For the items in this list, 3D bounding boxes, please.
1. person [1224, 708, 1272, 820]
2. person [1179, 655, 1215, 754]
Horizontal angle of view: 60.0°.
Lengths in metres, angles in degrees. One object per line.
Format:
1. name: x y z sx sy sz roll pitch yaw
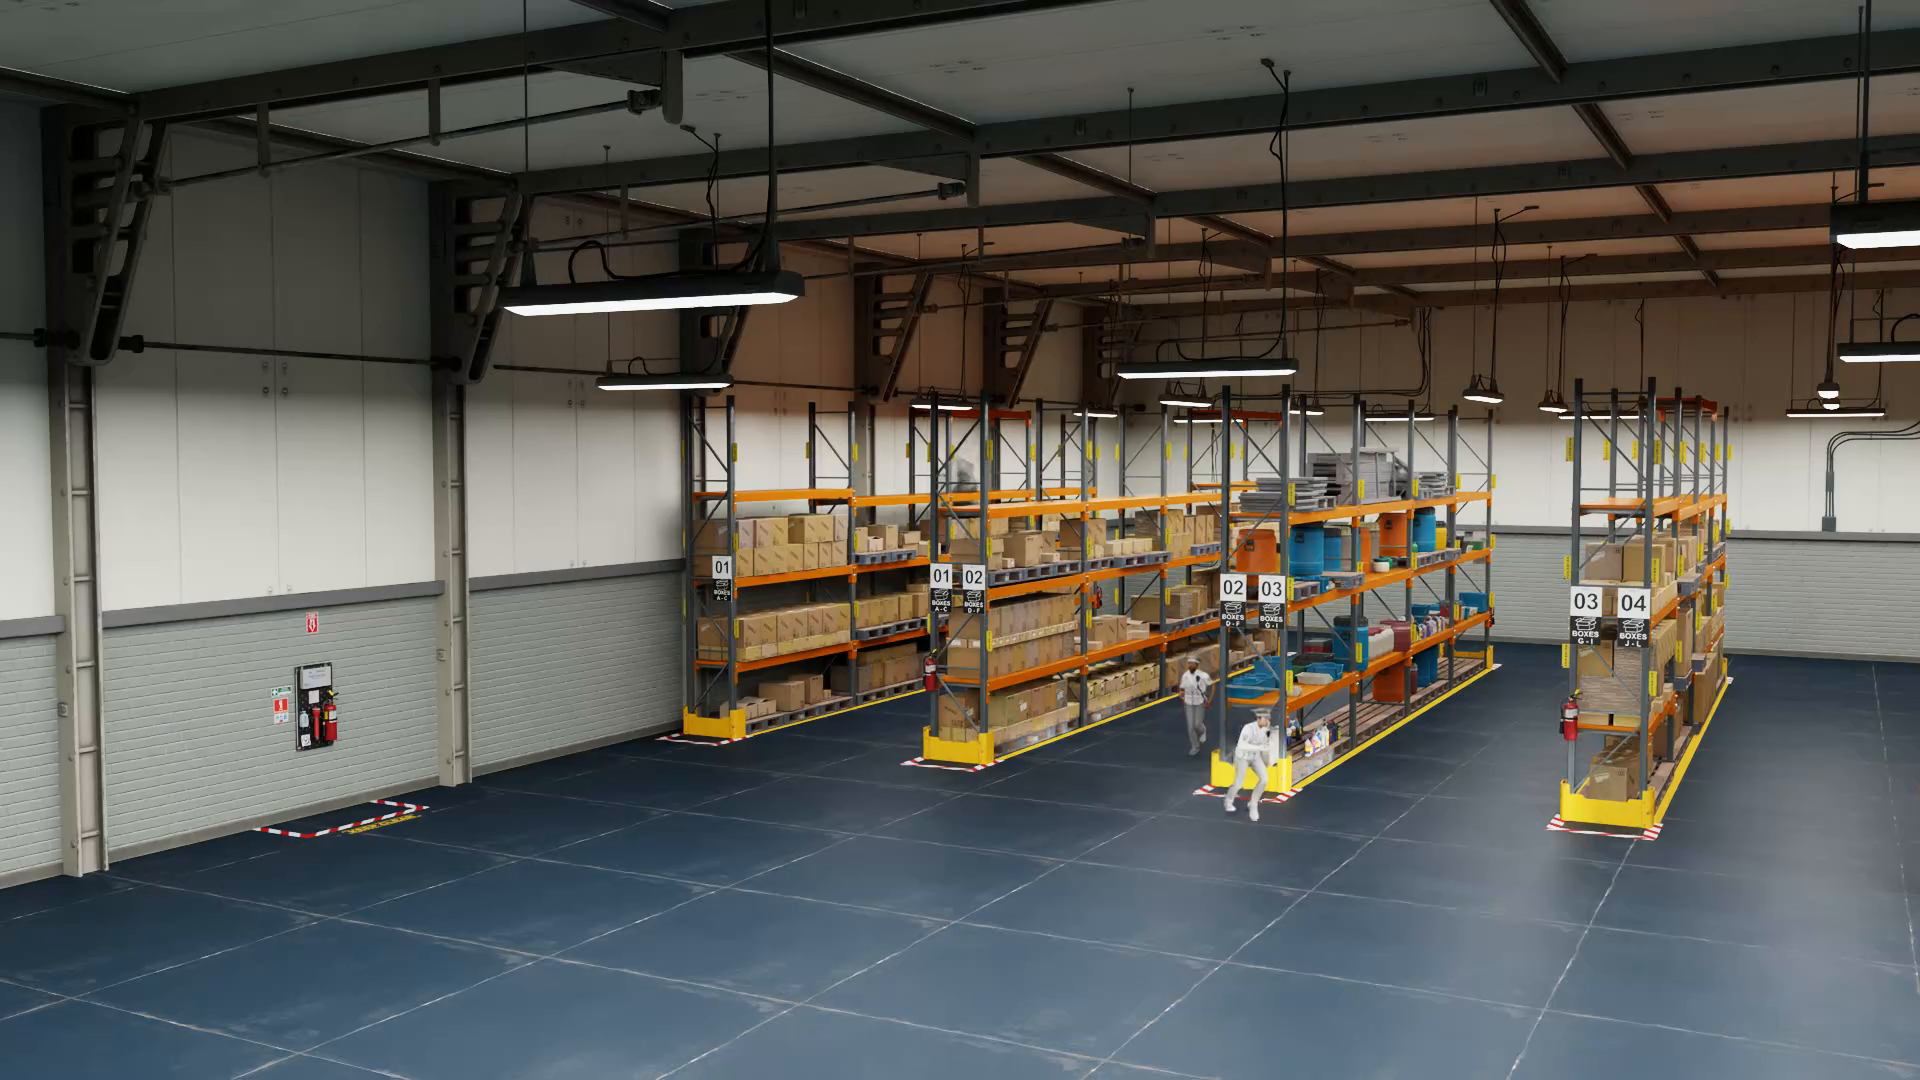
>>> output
1. person: 3.973 3.042 22.786 0.648 1.577 0.939 -2 3 -30
2. person: 3.916 2.728 27.615 0.589 1.664 0.631 2 3 28
